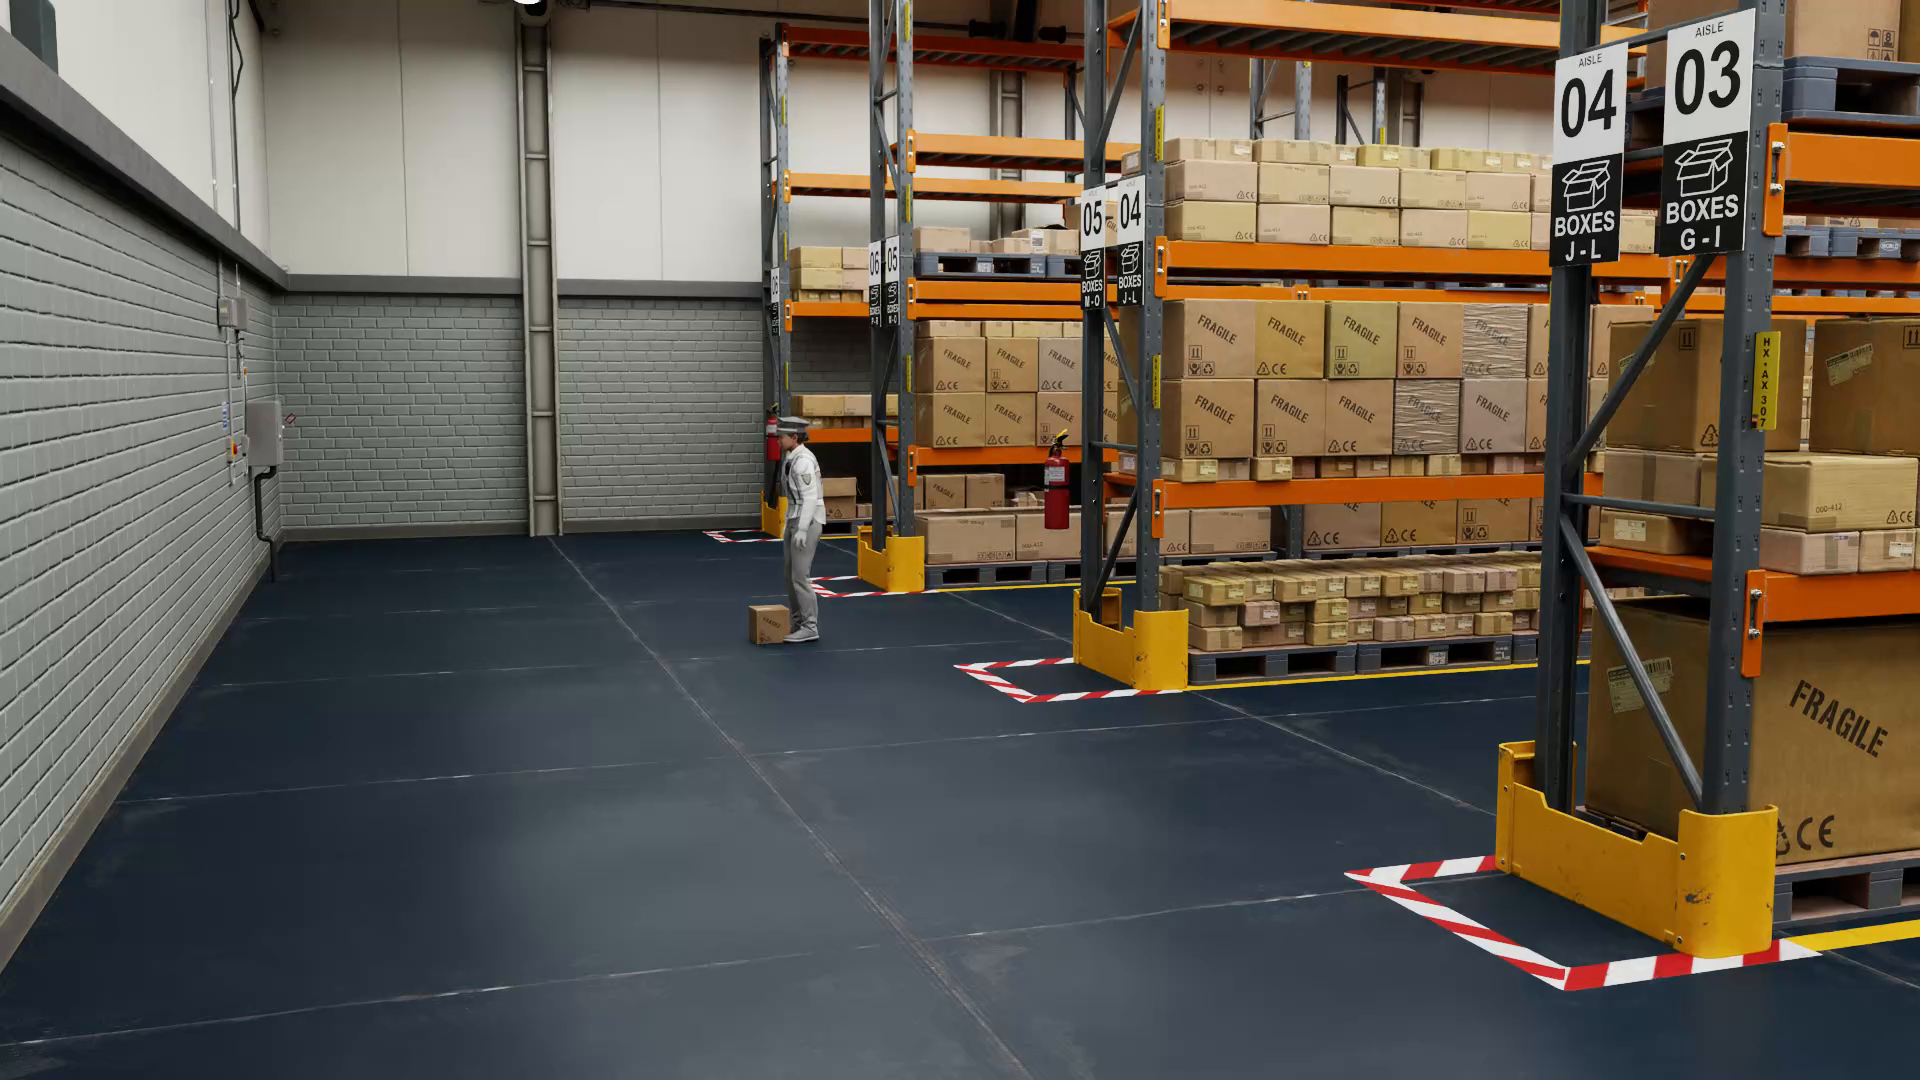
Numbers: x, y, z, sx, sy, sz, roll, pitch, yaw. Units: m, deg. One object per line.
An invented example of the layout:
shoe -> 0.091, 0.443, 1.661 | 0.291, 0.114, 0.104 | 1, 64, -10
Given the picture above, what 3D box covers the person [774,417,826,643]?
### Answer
person -> -1.196, -0.085, 12.377 | 0.372, 1.663, 0.528 | -2, 6, -19
